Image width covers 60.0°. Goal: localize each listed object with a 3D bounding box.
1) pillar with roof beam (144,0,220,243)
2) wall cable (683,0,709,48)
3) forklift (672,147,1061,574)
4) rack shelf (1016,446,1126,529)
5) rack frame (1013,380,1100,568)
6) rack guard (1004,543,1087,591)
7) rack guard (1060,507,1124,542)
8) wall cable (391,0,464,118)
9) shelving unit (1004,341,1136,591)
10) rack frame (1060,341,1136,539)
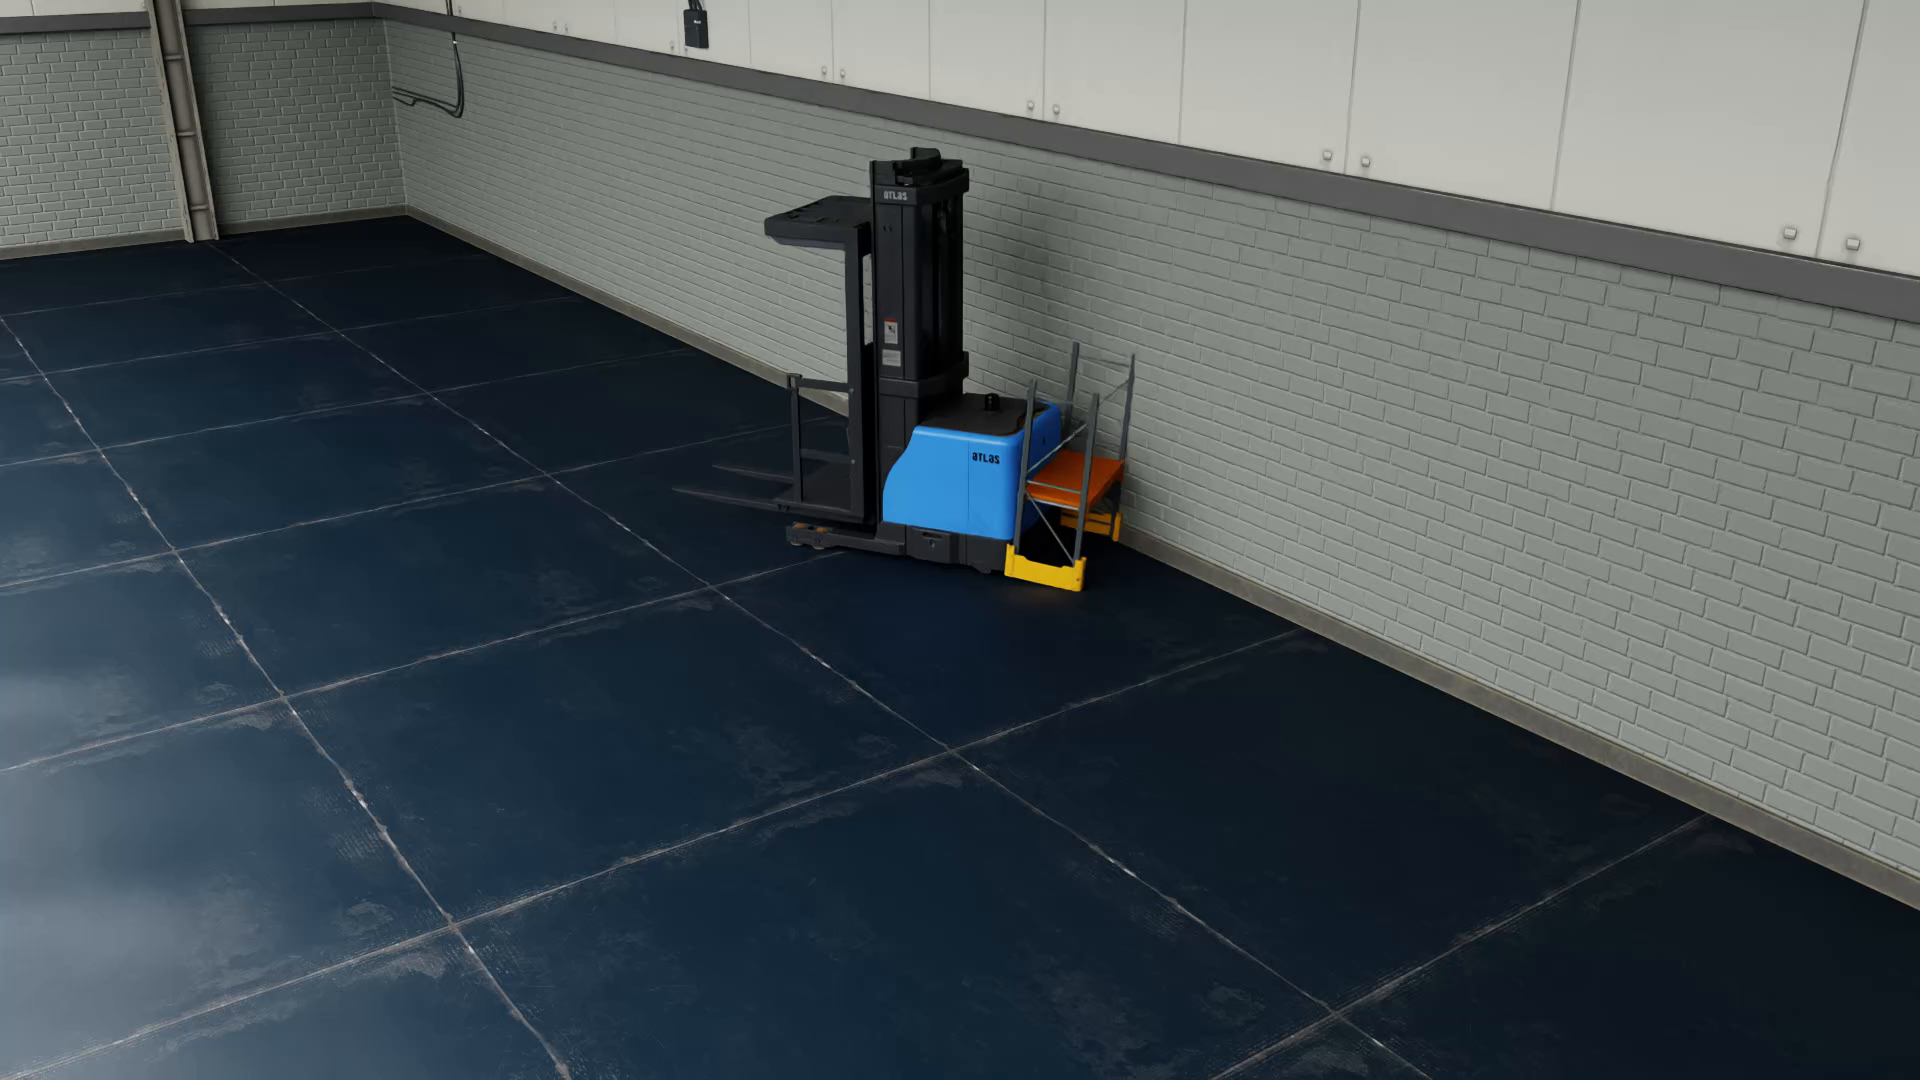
[{"bbox_3d":[-8.238,-7.154,18.682,0.400,9.000,9.100,-15,26,-33],"label":"pillar with roof beam"},{"bbox_3d":[-2.057,-7.409,14.733,0.169,6.003,2.305,-15,26,-33],"label":"wall cable"},{"bbox_3d":[-0.786,-1.455,12.588,3.031,2.935,1.130,9,24,22],"label":"forklift"},{"bbox_3d":[0.829,-0.398,12.286,0.538,0.185,1.000,13,26,17],"label":"rack shelf"},{"bbox_3d":[0.664,-0.375,11.773,0.500,1.500,0.032,13,26,17],"label":"rack frame"},{"bbox_3d":[0.616,0.191,12.035,0.587,0.250,0.087,13,26,17],"label":"rack guard"},{"bbox_3d":[0.968,-0.174,12.892,0.587,0.250,0.087,13,26,17],"label":"rack guard"},{"bbox_3d":[-7.588,-7.247,23.105,0.112,2.526,3.097,-15,26,-33],"label":"wall cable"},{"bbox_3d":[0.840,-0.557,12.203,0.587,1.500,1.083,13,26,17],"label":"shelving unit"},{"bbox_3d":[1.023,-0.747,12.648,0.500,1.500,0.032,13,26,17],"label":"rack frame"}]
